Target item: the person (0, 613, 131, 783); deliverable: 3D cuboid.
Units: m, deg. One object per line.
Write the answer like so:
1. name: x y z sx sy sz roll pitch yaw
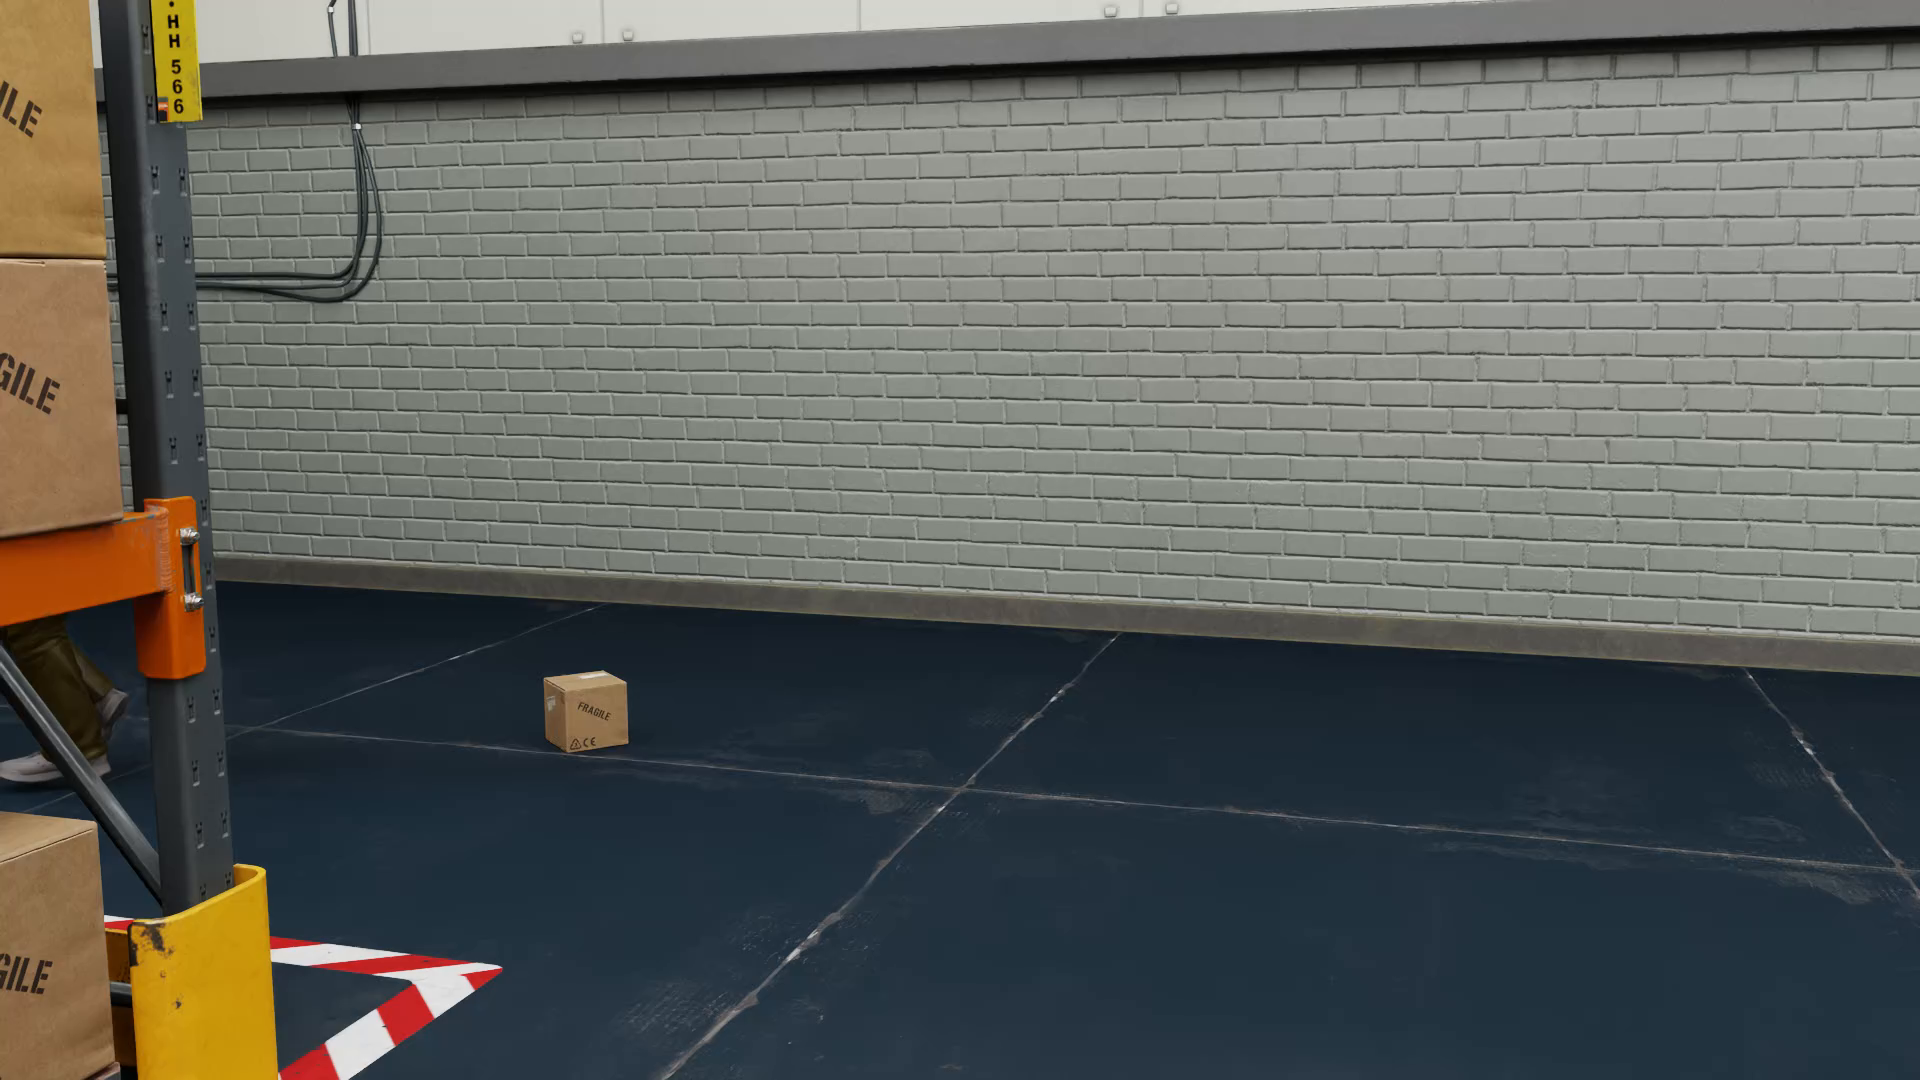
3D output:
1. person: -3.270 -0.018 5.879 0.497 1.786 0.608 -1 8 -7
